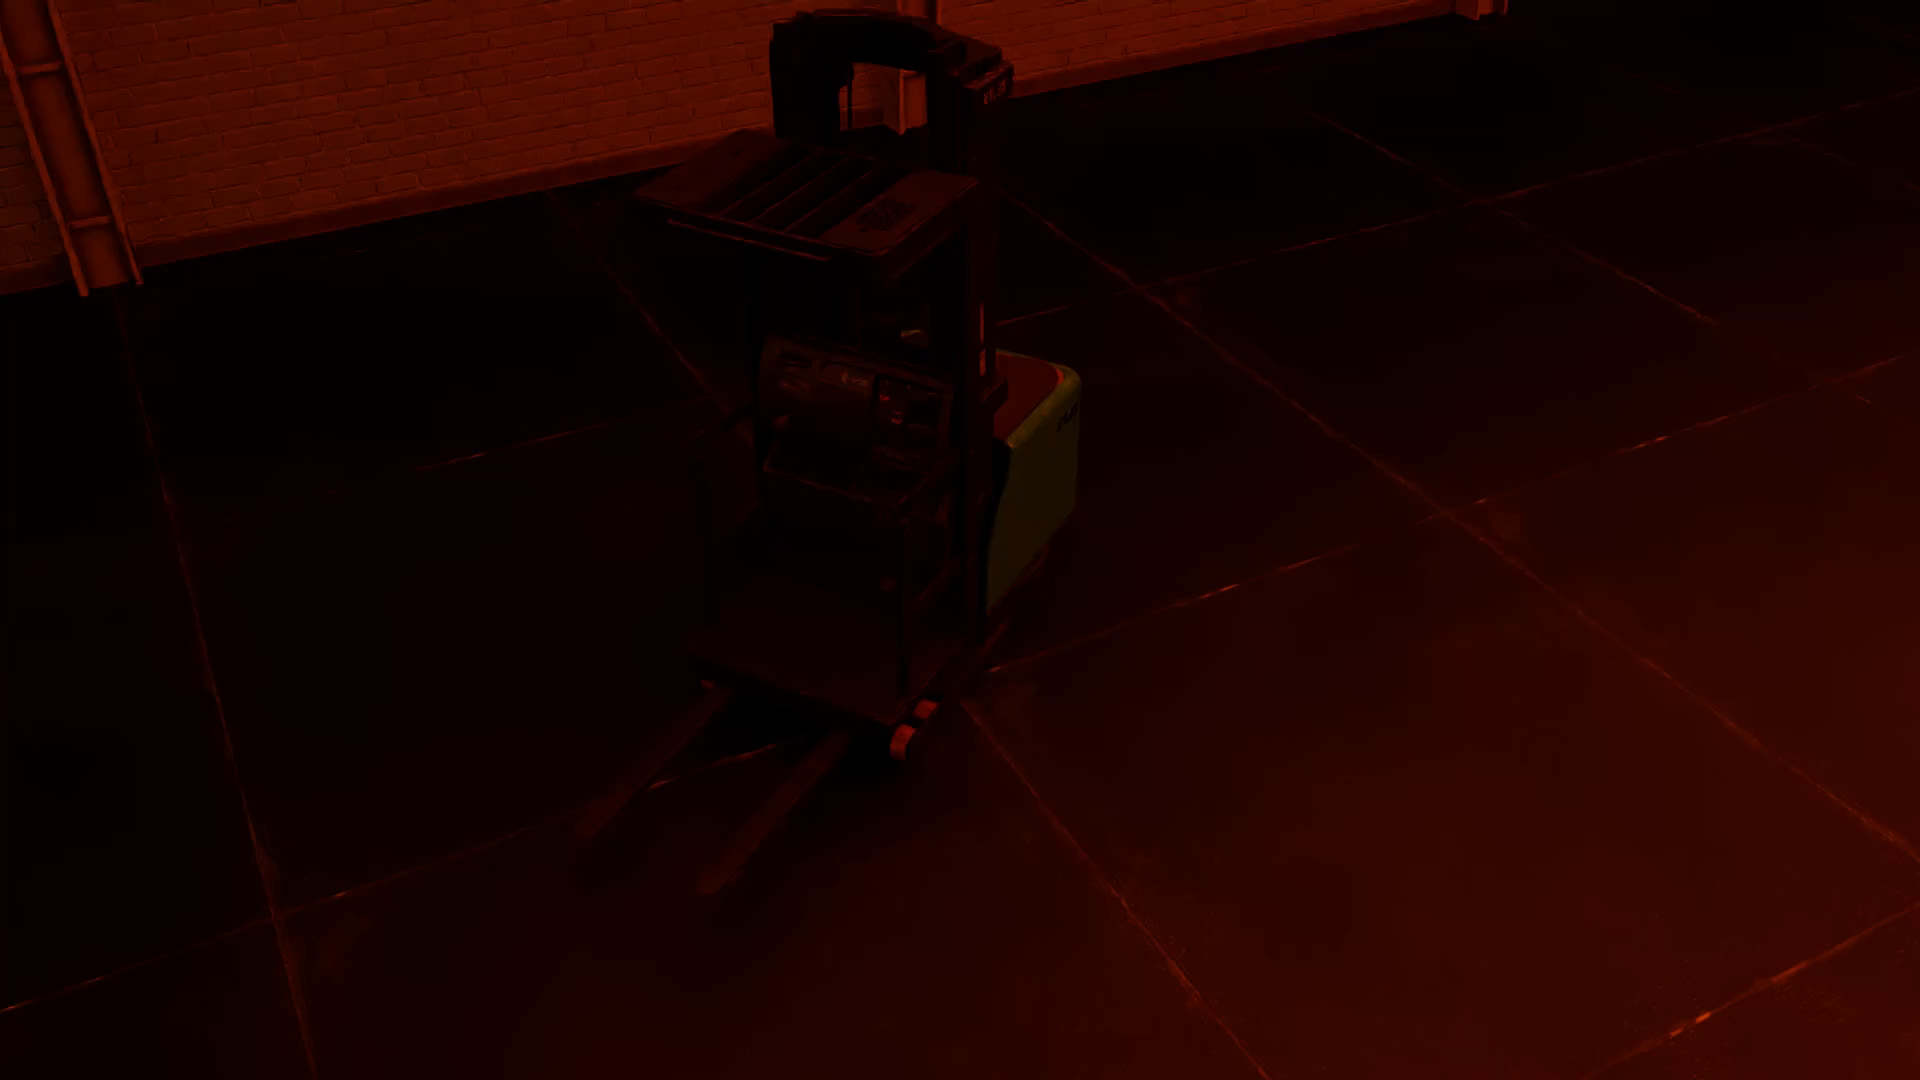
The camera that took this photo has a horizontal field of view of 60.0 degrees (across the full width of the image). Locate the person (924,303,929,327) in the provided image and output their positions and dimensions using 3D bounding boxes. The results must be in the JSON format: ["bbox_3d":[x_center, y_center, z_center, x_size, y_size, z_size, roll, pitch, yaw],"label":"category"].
[{"bbox_3d":[0.050,-0.667,8.223,0.398,1.601,0.407,-17,39,-23],"label":"person"}]

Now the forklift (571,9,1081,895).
[{"bbox_3d":[-0.543,-0.521,6.860,1.130,2.935,3.031,17,39,23],"label":"forklift"}]
